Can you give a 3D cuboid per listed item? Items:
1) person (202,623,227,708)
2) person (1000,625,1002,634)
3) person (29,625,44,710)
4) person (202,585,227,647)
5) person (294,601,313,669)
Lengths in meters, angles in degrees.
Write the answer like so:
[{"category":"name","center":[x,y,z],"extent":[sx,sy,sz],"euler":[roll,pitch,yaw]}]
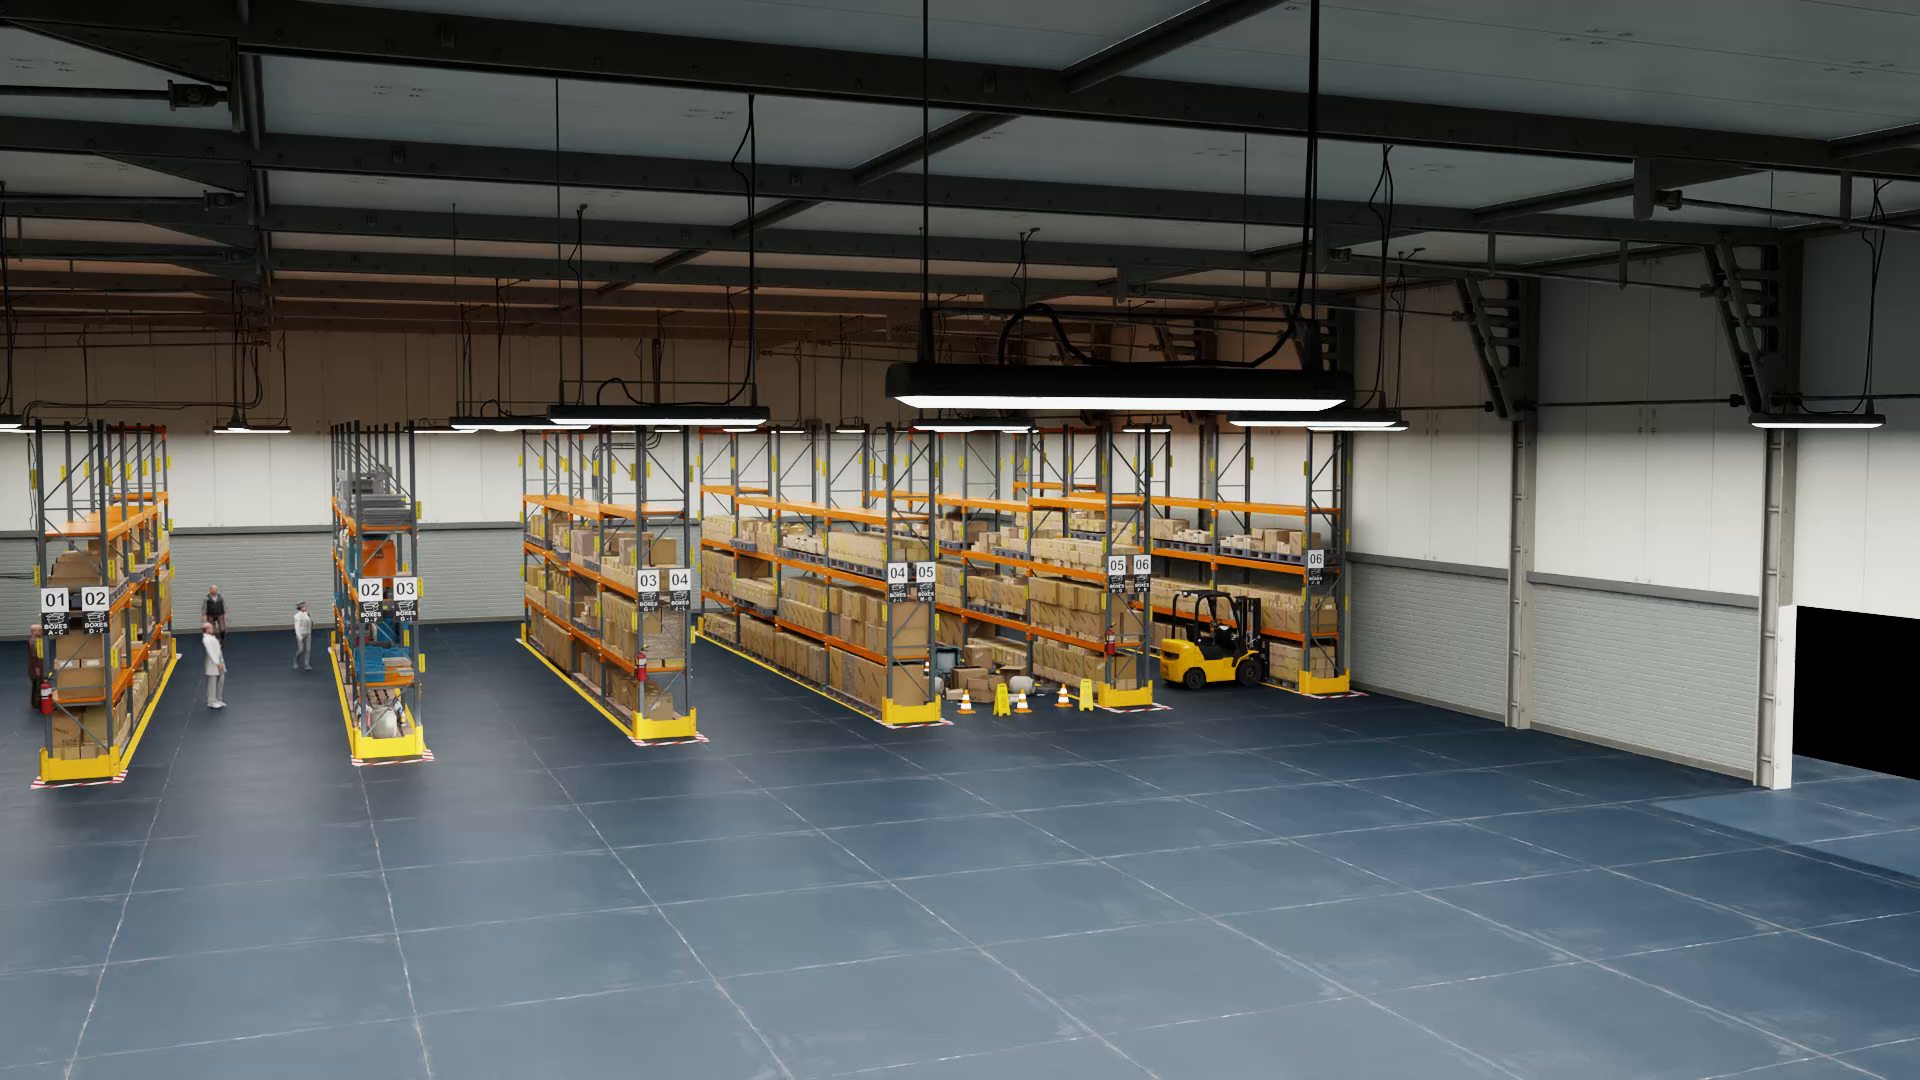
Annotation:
[{"category":"person","center":[-15.743,2.661,35.170],"extent":[0.580,1.830,0.669],"euler":[0,4,5]},{"category":"person","center":[0.987,1.907,47.878],"extent":[0.366,1.649,0.509],"euler":[-2,4,-29]},{"category":"person","center":[-19.229,2.655,34.741],"extent":[0.412,1.792,0.603],"euler":[-3,4,-37]},{"category":"person","center":[-20.066,2.076,44.767],"extent":[0.624,1.732,0.513],"euler":[-2,4,-26]},{"category":"person","center":[-16.161,2.337,40.930],"extent":[0.528,1.685,0.508],"euler":[2,4,34]}]
